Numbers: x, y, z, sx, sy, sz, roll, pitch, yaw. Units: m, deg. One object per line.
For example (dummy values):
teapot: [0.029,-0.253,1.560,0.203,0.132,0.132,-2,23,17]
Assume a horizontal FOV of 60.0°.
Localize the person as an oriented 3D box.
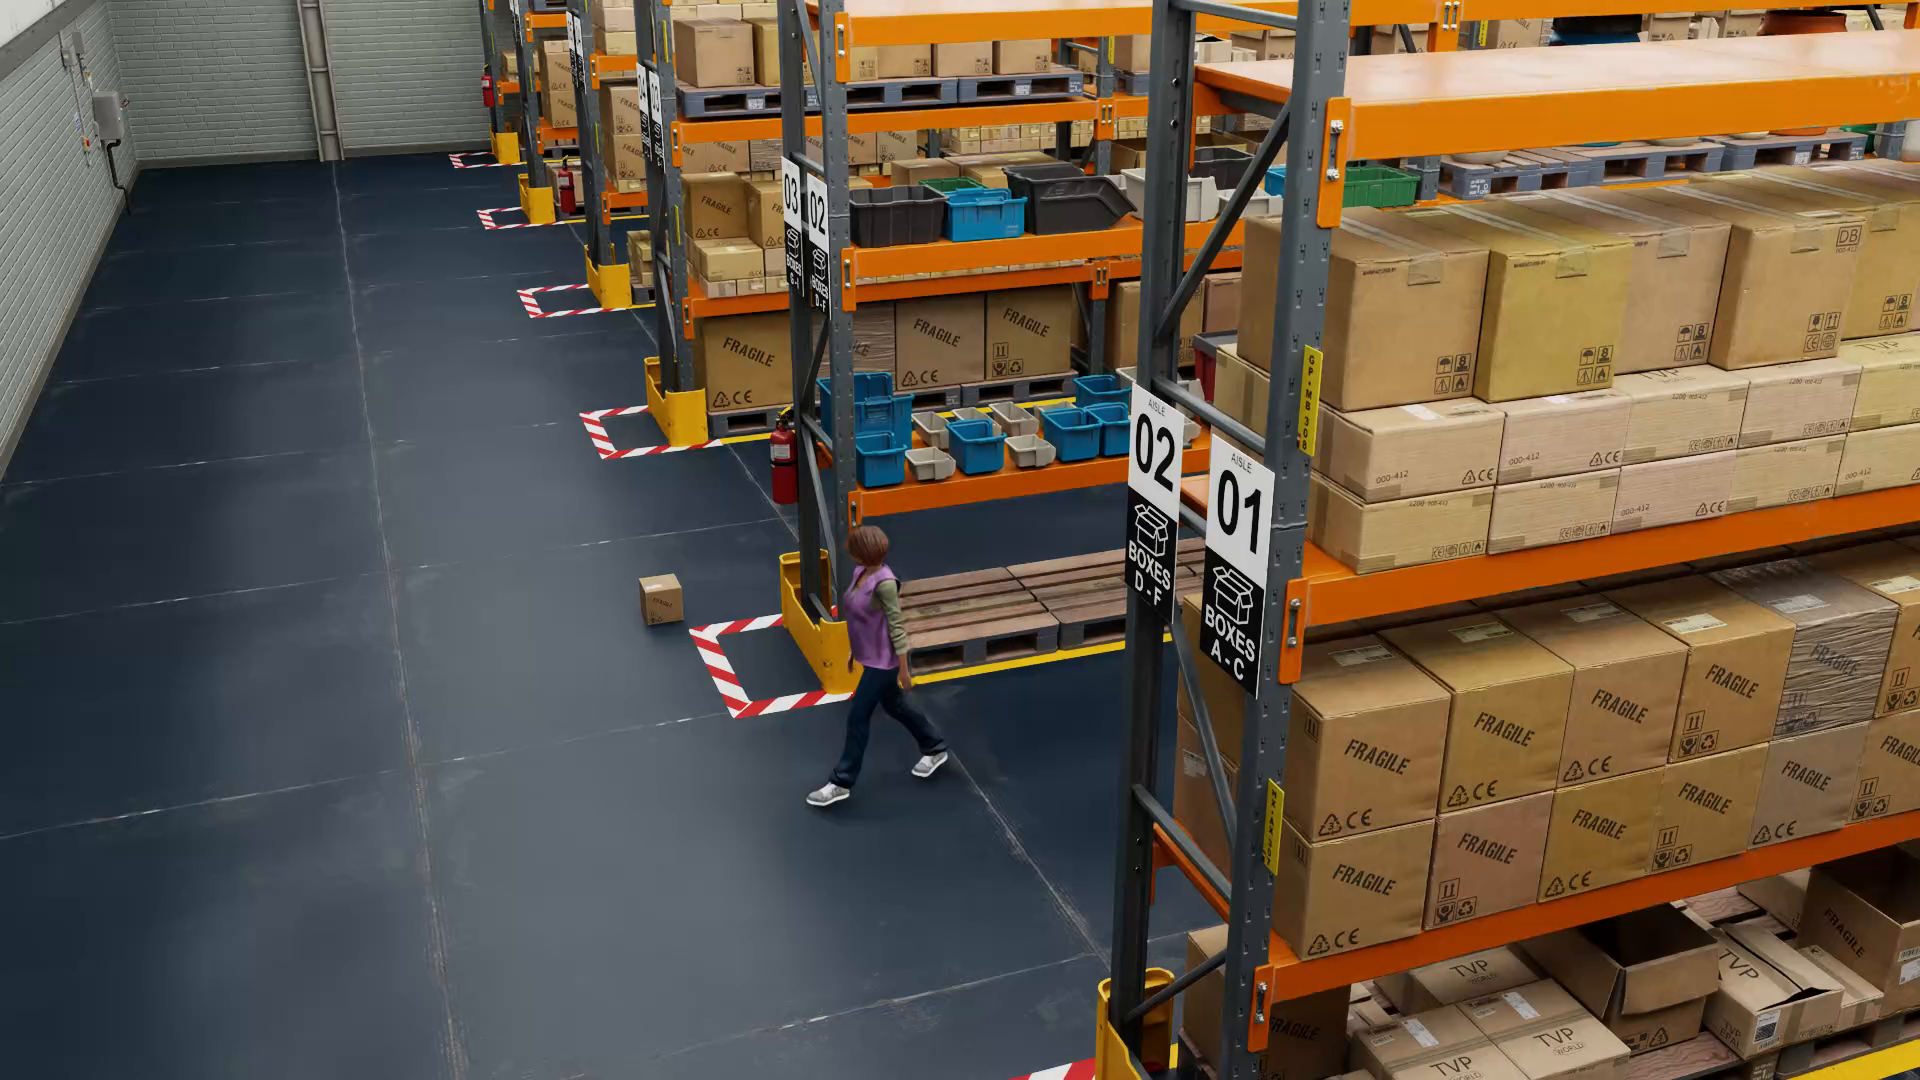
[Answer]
person: [-0.489,0.655,9.241,0.902,1.528,0.465,-8,24,-18]
